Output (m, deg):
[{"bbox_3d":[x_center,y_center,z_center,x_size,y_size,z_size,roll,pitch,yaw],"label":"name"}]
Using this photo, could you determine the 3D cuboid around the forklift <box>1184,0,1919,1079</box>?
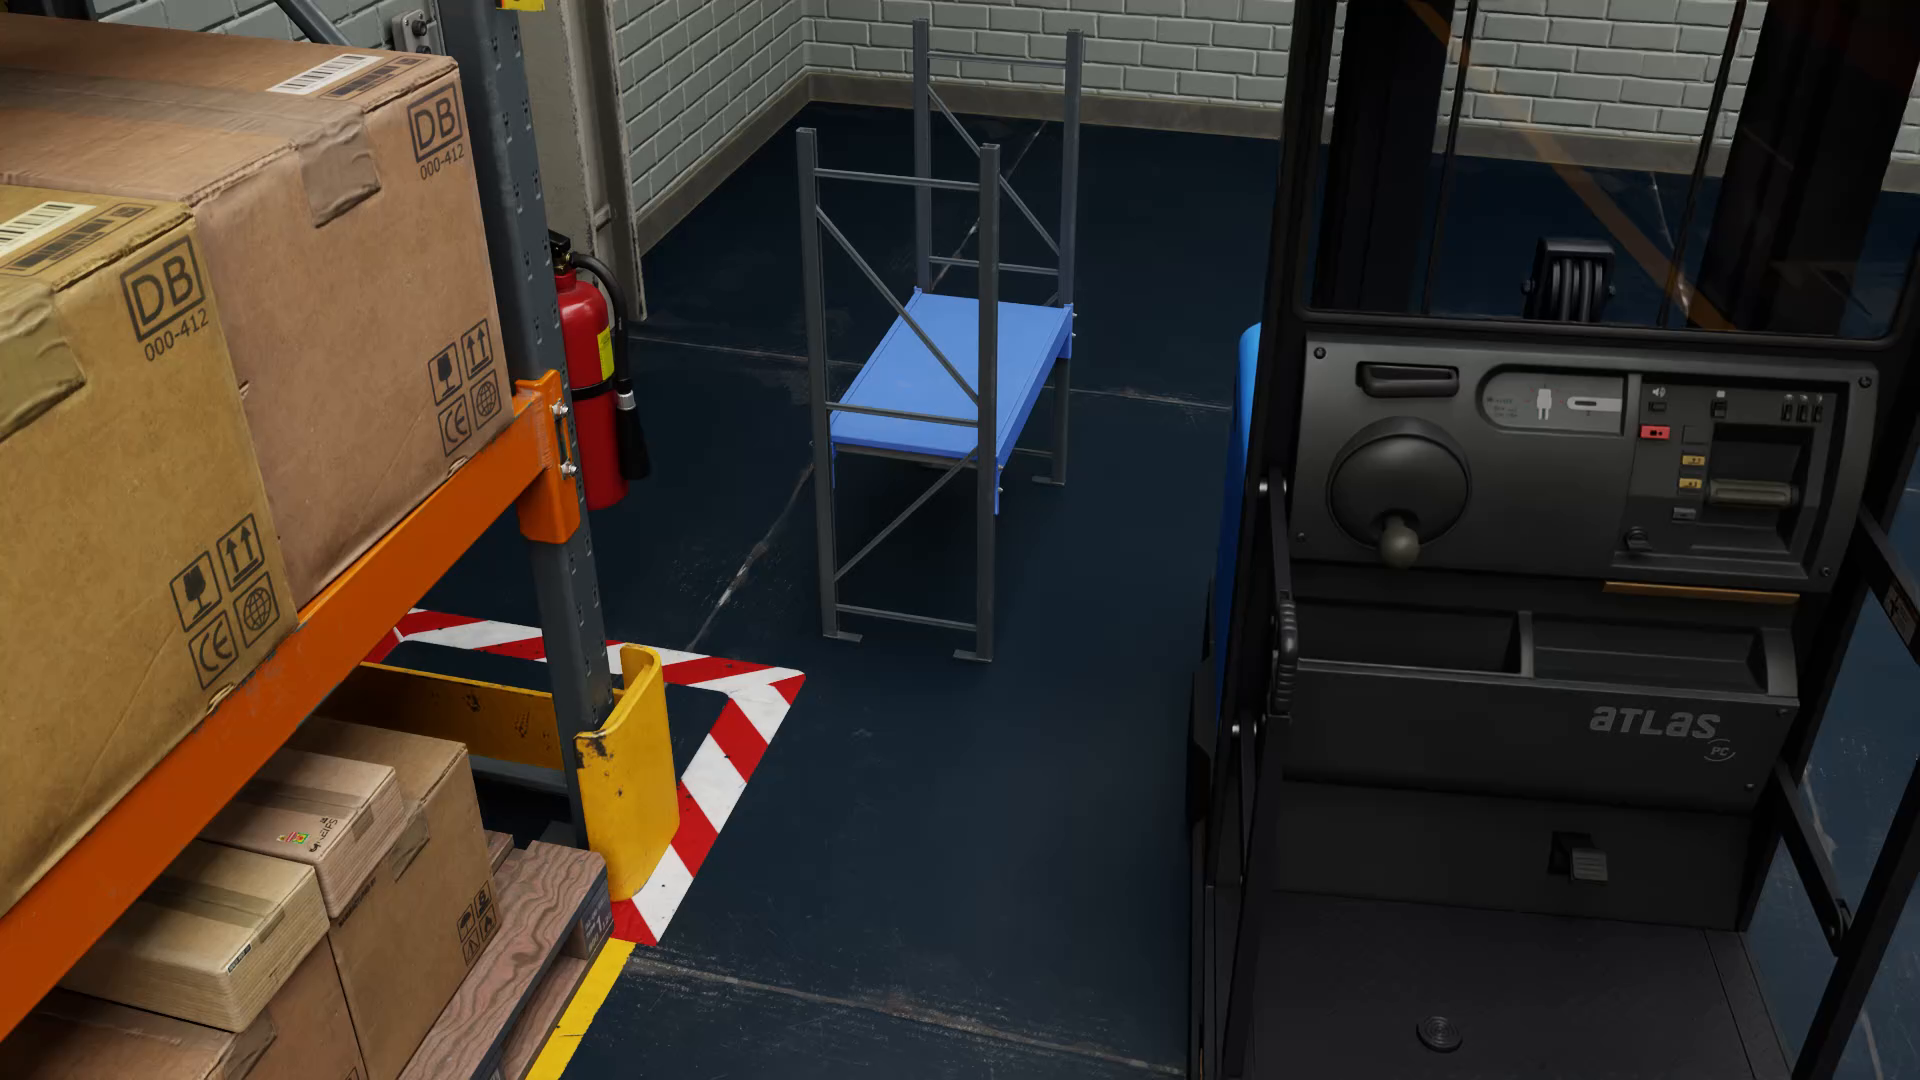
[{"bbox_3d":[1.021,-0.073,2.633,1.130,2.935,3.031,4,33,6],"label":"forklift"}]

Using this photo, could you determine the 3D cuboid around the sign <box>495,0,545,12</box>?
[{"bbox_3d":[-0.776,-1.070,2.837,0.100,0.325,0.005,8,33,12],"label":"sign"}]

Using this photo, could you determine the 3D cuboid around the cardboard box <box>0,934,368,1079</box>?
[{"bbox_3d":[-1.506,0.952,2.895,0.700,0.500,0.500,8,33,12],"label":"cardboard box"}]

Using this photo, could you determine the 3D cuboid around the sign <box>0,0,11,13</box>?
[{"bbox_3d":[-1.833,-1.040,3.209,0.100,0.325,0.005,8,33,12],"label":"sign"}]

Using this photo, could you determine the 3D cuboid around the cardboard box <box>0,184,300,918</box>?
[{"bbox_3d":[-1.591,-0.044,2.243,0.980,0.700,0.700,8,33,12],"label":"cardboard box"}]

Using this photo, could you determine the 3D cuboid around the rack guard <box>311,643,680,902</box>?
[{"bbox_3d":[-1.292,0.480,4.029,1.175,0.500,0.348,8,33,12],"label":"rack guard"}]

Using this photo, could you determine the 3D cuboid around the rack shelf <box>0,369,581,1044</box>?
[{"bbox_3d":[-1.805,0.779,1.899,1.077,0.370,4.000,8,33,12],"label":"rack shelf"}]

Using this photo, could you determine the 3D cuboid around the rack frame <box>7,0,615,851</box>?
[{"bbox_3d":[-1.298,-0.562,3.339,1.000,3.000,0.127,8,33,12],"label":"rack frame"}]

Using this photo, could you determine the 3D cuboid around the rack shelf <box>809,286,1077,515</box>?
[{"bbox_3d":[-0.022,-0.437,4.875,0.538,0.185,1.000,8,33,12],"label":"rack shelf"}]

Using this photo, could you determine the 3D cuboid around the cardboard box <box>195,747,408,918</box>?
[{"bbox_3d":[-1.235,0.510,2.986,0.380,0.149,0.250,8,33,12],"label":"cardboard box"}]

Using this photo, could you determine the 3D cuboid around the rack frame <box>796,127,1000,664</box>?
[{"bbox_3d":[-0.151,-0.325,4.363,0.500,1.500,0.032,8,33,12],"label":"rack frame"}]

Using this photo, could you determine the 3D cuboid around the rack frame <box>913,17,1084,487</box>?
[{"bbox_3d":[0.107,-0.852,5.193,0.500,1.500,0.032,8,33,12],"label":"rack frame"}]

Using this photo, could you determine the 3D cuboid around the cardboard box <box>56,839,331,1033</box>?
[{"bbox_3d":[-1.299,0.643,2.777,0.380,0.149,0.250,9,34,14],"label":"cardboard box"}]

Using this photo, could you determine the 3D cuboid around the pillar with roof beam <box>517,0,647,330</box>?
[{"bbox_3d":[2.715,-4.027,3.196,9.100,9.000,0.400,8,33,12],"label":"pillar with roof beam"}]

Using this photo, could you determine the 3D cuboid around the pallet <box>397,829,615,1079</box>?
[{"bbox_3d":[-1.425,1.040,3.417,1.003,0.211,1.213,8,33,12],"label":"pallet"}]

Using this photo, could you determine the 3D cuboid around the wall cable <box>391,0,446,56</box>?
[{"bbox_3d":[-1.888,-1.784,4.314,0.084,1.984,1.851,8,33,12],"label":"wall cable"}]

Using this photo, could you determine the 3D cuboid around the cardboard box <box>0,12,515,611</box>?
[{"bbox_3d":[-1.418,-0.423,2.840,0.980,0.700,0.700,10,34,15],"label":"cardboard box"}]

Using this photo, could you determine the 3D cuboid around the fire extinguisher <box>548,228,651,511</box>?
[{"bbox_3d":[-0.813,-0.388,3.484,0.296,0.674,0.183,8,33,12],"label":"fire extinguisher"}]

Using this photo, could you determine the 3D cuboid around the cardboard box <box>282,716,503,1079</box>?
[{"bbox_3d":[-1.379,0.692,3.304,0.700,0.500,0.500,8,33,12],"label":"cardboard box"}]

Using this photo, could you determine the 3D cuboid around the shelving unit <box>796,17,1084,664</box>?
[{"bbox_3d":[-0.022,-0.589,4.778,0.538,1.500,1.048,8,33,12],"label":"shelving unit"}]
